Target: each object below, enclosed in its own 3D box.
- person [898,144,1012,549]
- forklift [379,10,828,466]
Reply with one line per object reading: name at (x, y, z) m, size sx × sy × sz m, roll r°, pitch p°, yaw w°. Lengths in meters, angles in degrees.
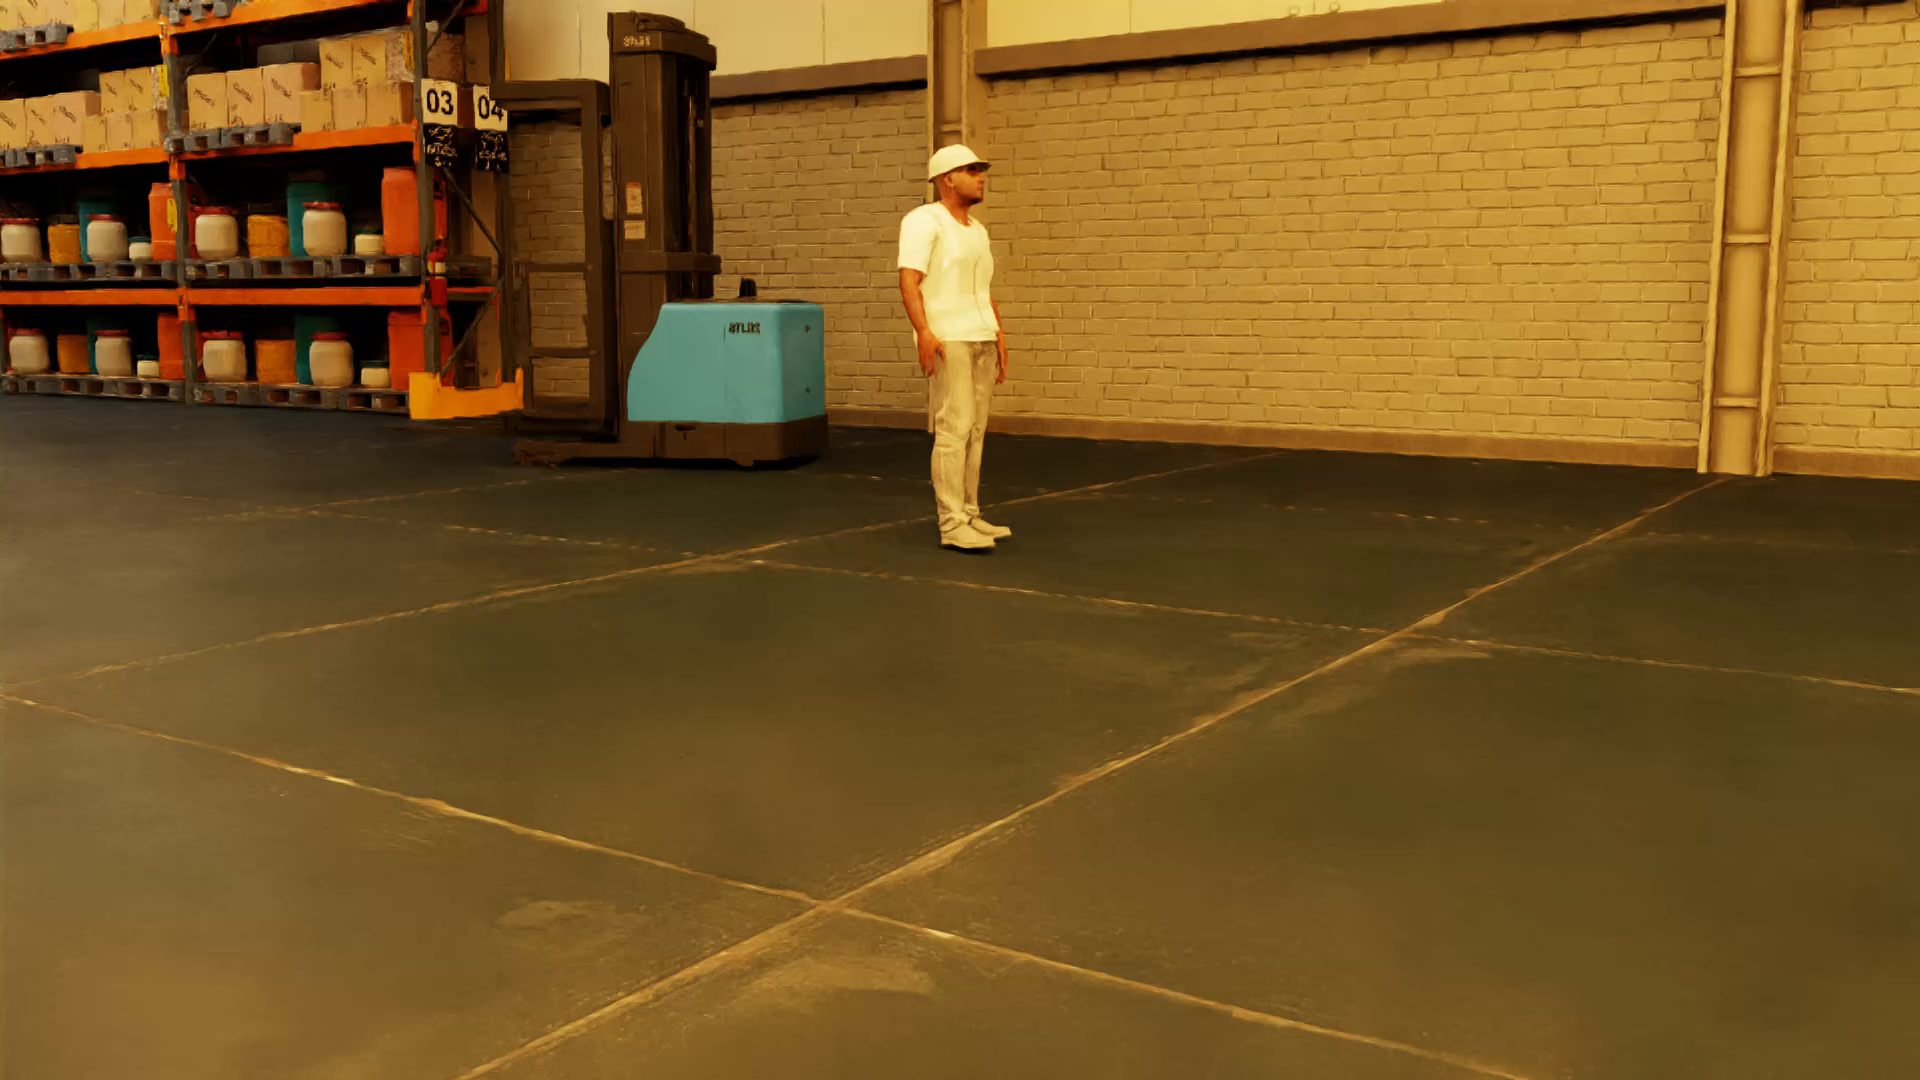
person at (0.055, -0.875, 7.435) m, size 0.576 × 1.766 × 0.665 m, roll 5°, pitch 10°, yaw 34°
forklift at (-2.500, -2.014, 11.354) m, size 3.031 × 2.935 × 1.130 m, roll 2°, pitch 8°, yaw 14°
